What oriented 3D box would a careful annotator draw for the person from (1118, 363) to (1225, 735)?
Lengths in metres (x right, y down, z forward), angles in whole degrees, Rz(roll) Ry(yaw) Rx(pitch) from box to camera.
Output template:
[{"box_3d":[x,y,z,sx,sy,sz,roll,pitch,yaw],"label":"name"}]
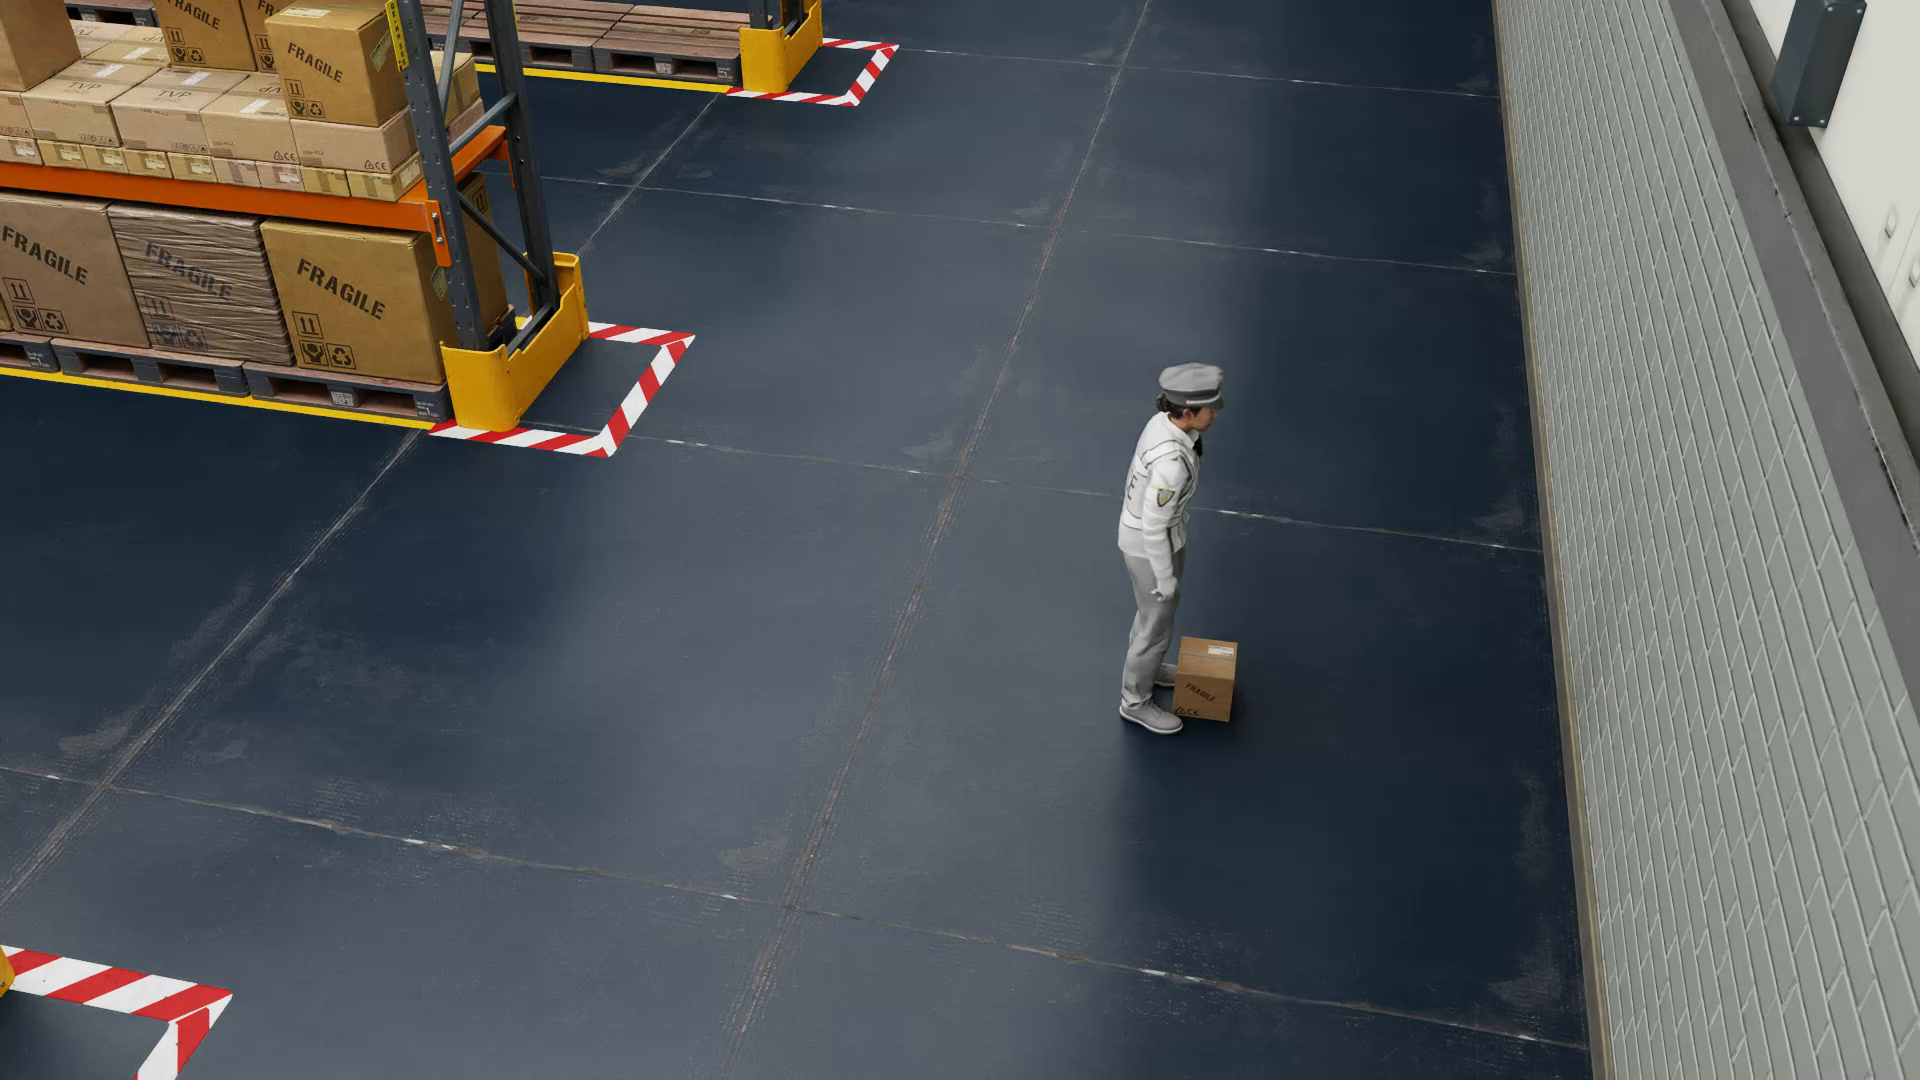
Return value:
[{"box_3d":[0.849,0.018,6.937,0.378,1.663,0.538,7,37,9],"label":"person"}]
